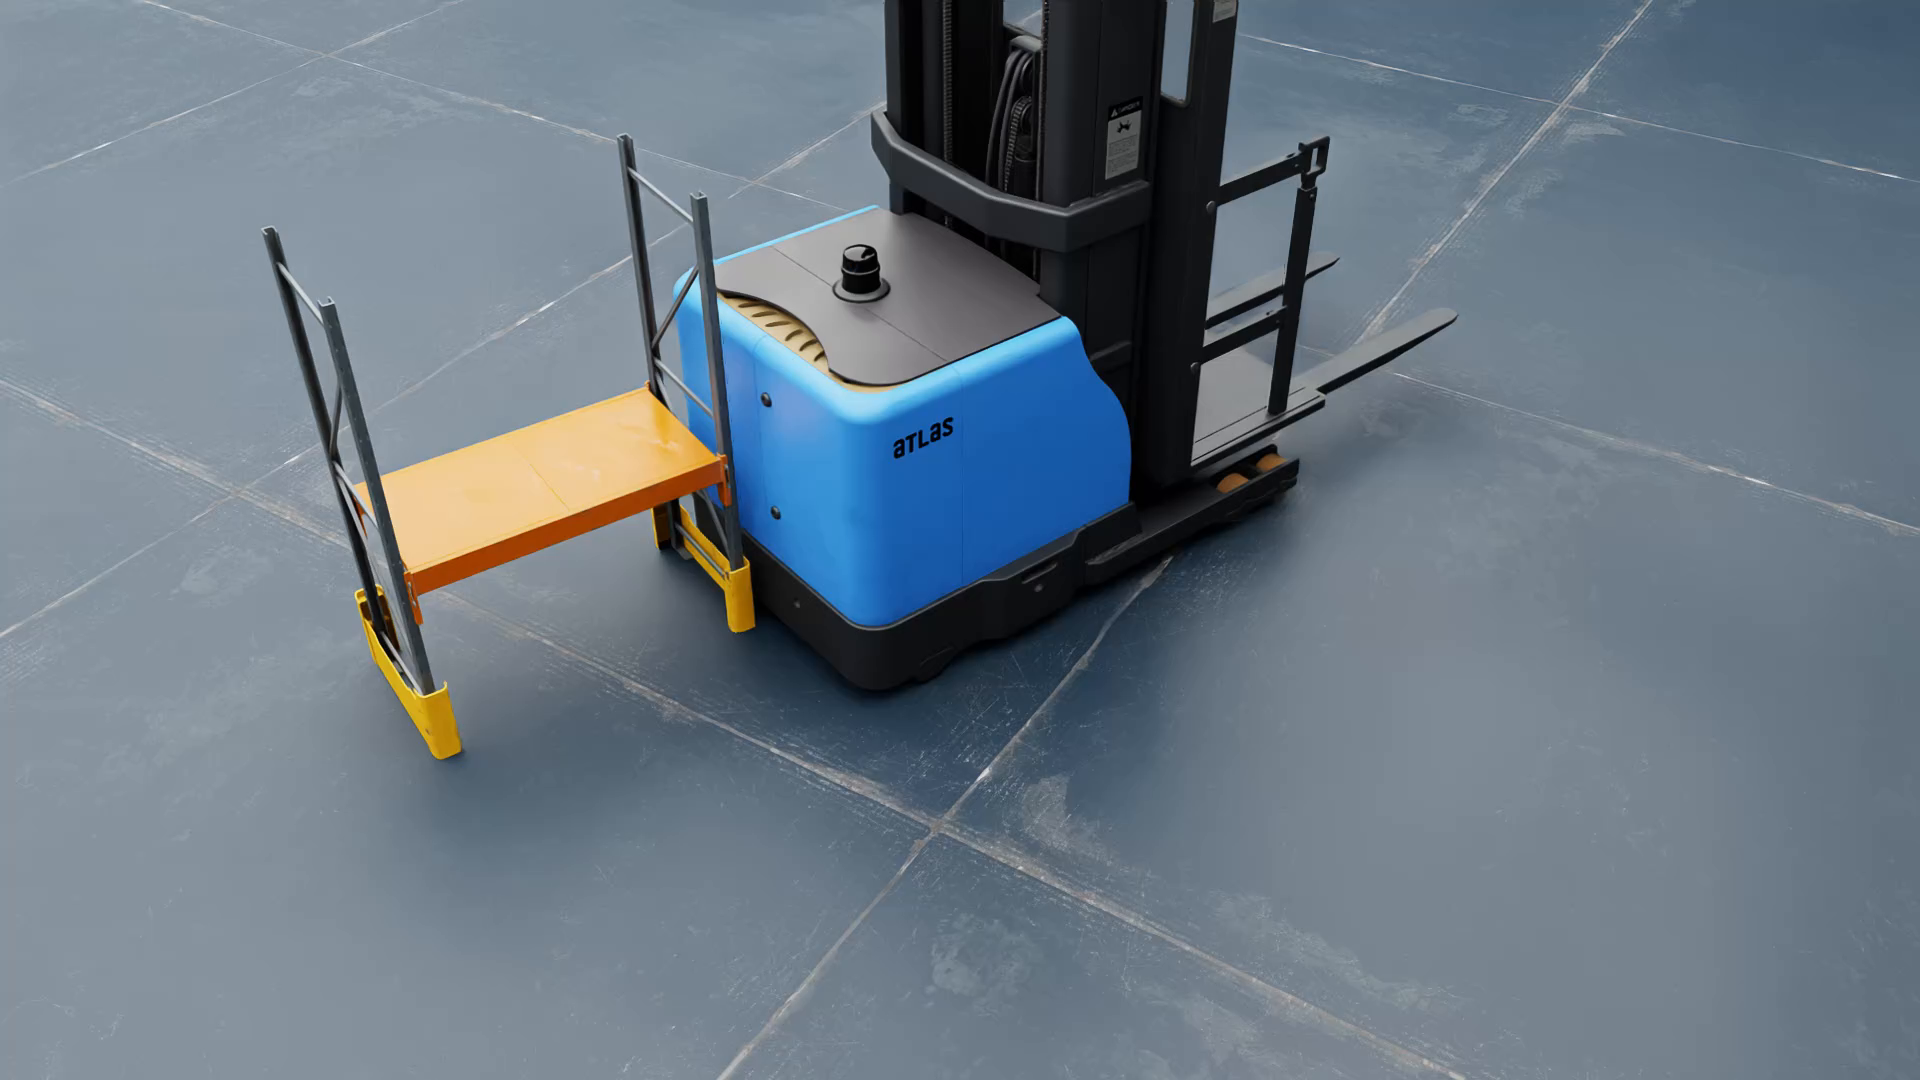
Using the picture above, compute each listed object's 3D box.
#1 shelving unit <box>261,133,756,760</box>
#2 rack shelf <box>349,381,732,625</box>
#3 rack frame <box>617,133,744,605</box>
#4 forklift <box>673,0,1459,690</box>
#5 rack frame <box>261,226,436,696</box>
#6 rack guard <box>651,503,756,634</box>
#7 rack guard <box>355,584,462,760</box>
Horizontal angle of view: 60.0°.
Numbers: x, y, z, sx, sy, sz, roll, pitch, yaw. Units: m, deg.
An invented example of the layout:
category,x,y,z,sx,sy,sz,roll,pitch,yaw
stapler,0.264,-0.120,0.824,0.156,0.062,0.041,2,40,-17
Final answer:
category,x,y,z,sx,sy,sz,roll,pitch,yaw
shelving unit,-1.264,-0.275,4.879,1.083,1.500,0.587,-23,43,-27
rack shelf,-1.257,-0.136,4.993,1.000,0.185,0.538,-23,43,-27
rack frame,-0.839,-0.456,5.113,0.032,1.500,0.500,-23,43,-27
forklift,0.577,-1.453,5.234,3.031,2.935,1.130,-26,45,-30
rack frame,-1.674,-0.101,4.653,0.032,1.500,0.500,-23,43,-27
rack guard,-0.855,0.046,5.486,0.087,0.250,0.587,-23,43,-27
rack guard,-1.673,0.393,5.035,0.087,0.250,0.587,-23,43,-27
